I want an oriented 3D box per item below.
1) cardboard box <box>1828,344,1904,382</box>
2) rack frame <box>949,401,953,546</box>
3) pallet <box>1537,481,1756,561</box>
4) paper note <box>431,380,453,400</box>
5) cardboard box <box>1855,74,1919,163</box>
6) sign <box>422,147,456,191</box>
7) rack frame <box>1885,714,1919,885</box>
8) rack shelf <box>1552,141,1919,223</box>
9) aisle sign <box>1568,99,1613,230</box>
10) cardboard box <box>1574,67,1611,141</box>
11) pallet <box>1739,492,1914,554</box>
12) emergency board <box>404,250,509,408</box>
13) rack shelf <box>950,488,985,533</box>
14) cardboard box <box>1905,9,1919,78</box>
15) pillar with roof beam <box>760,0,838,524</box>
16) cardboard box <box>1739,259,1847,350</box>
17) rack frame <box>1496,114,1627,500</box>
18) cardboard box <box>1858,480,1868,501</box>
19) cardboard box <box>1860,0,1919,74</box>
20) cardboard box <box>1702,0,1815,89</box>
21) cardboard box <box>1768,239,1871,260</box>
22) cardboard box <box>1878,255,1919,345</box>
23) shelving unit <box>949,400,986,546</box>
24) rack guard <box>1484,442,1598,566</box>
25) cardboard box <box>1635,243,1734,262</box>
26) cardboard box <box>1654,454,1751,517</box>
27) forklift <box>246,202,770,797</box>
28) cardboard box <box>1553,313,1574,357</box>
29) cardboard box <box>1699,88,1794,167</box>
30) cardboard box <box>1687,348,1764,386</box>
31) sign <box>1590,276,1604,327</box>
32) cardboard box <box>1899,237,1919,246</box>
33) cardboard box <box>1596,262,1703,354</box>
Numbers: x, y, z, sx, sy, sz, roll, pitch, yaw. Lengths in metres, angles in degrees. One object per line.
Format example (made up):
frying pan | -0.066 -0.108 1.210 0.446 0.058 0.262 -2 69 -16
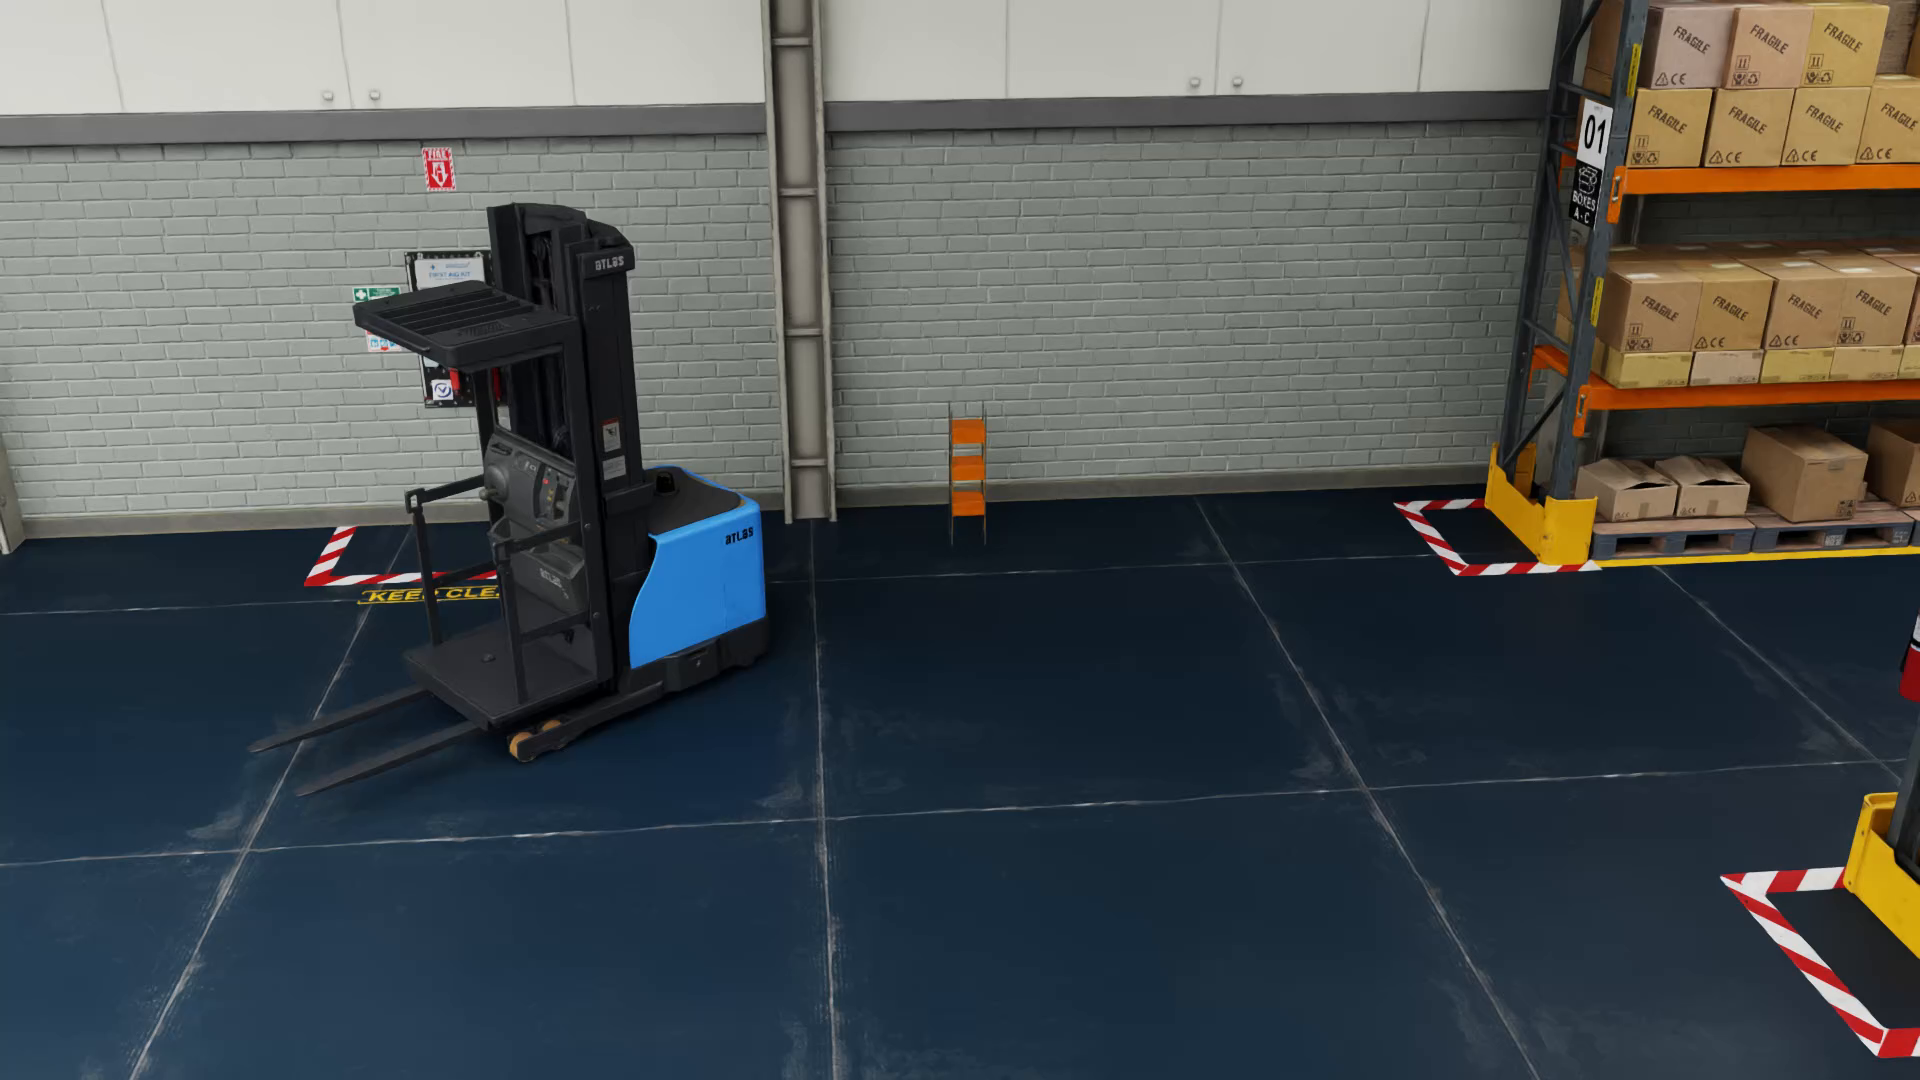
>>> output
cardboard box | 6.259 -1.321 11.750 0.500 0.250 0.500 -2 24 -5
rack frame | -0.068 -0.477 12.091 0.008 1.050 0.200 -2 24 -5
pallet | 5.103 -0.173 12.439 1.213 0.211 1.003 -2 24 -5
paper note | -3.790 -1.099 12.174 0.142 0.148 0.016 -2 24 -5
cardboard box | 6.159 -2.823 11.127 0.500 0.500 0.500 -1 24 -2
sign | -3.624 -2.580 11.567 0.199 0.298 0.001 -2 24 -5
rack frame | 4.706 0.576 7.320 0.127 3.000 1.000 -2 24 -5
rack shelf | 6.206 -2.548 11.541 4.000 0.370 1.077 -2 24 -5
aisle sign | 4.174 -2.490 11.018 0.004 0.787 0.394 -2 24 -5
cardboard box | 4.606 -2.970 11.459 0.500 0.500 0.500 -1 24 -1
pallet | 6.315 -0.220 12.546 1.213 0.211 1.003 -2 24 -5
emergency board | -3.607 -1.481 11.948 0.643 1.169 0.194 -2 24 -5
rack shelf | 0.053 -0.218 12.219 0.240 0.259 0.215 -2 24 -5
cardboard box | 6.661 -3.287 10.941 0.500 0.500 0.500 -3 24 -7
pillar with roof beam | -0.720 -2.565 7.002 0.400 9.000 9.100 -2 24 -5
cardboard box | 5.728 -1.640 11.544 0.500 0.500 0.500 -3 24 -7
rack frame | 4.216 -1.426 11.825 0.127 3.000 1.000 -2 24 -5
cardboard box | 6.603 -0.428 12.548 0.250 0.149 0.380 -4 24 -9
cardboard box | 6.155 -3.485 11.386 0.500 0.500 0.500 -2 24 -5
cardboard box | 5.127 -3.225 10.801 0.500 0.500 0.500 -3 24 -6
cardboard box | 6.181 -1.872 12.066 0.500 0.500 0.500 -2 24 -4
cardboard box | 6.758 -1.687 11.649 0.500 0.500 0.500 -3 24 -7
shelving unit | 0.053 -0.482 12.102 0.252 1.050 0.215 -2 24 -5
rack guard | 4.291 -0.287 12.339 0.348 0.500 1.175 -2 24 -5
cardboard box | 5.166 -1.830 11.971 0.500 0.500 0.500 -2 24 -4
cardboard box | 5.481 -0.412 12.313 0.500 0.311 0.500 0 24 -1
forklift | -2.618 -0.314 9.408 3.031 2.935 1.130 -21 32 -39
cardboard box | 4.662 -1.463 12.070 0.500 0.250 0.500 -2 24 -4
cardboard box | 5.111 -2.771 11.010 0.500 0.500 0.500 -1 24 -2
cardboard box | 5.248 -1.284 11.666 0.500 0.250 0.500 -3 24 -7
sign | 4.269 -1.602 11.156 0.005 0.325 0.100 -2 24 -5
cardboard box | 7.193 -1.915 12.163 0.500 0.500 0.500 -2 24 -5
cardboard box | 4.720 -1.607 11.468 0.500 0.500 0.500 -2 24 -5
